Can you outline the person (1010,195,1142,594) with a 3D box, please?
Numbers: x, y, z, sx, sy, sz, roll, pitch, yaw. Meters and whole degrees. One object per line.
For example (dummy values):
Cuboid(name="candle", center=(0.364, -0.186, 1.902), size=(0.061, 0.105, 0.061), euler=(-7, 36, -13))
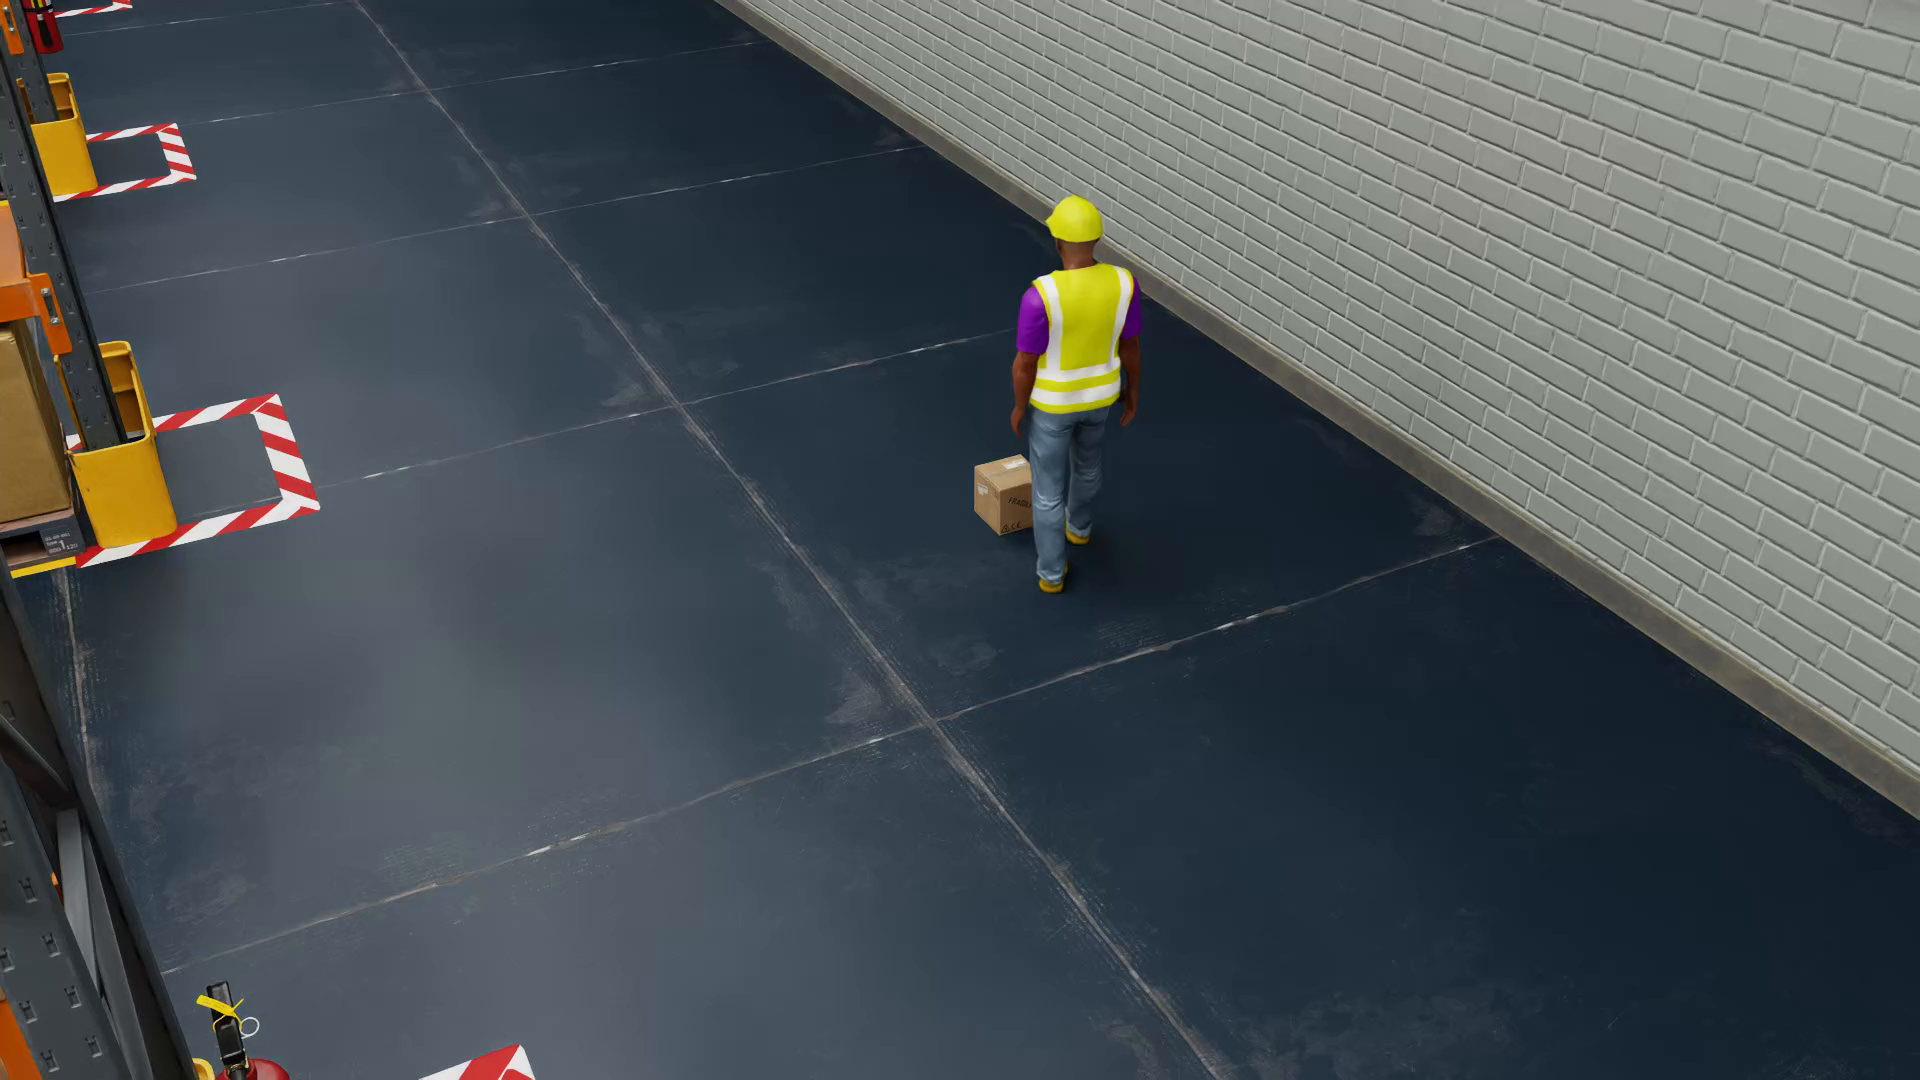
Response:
Cuboid(name="person", center=(0.435, -0.672, 7.151), size=(0.582, 1.760, 0.628), euler=(-12, 35, -18))
